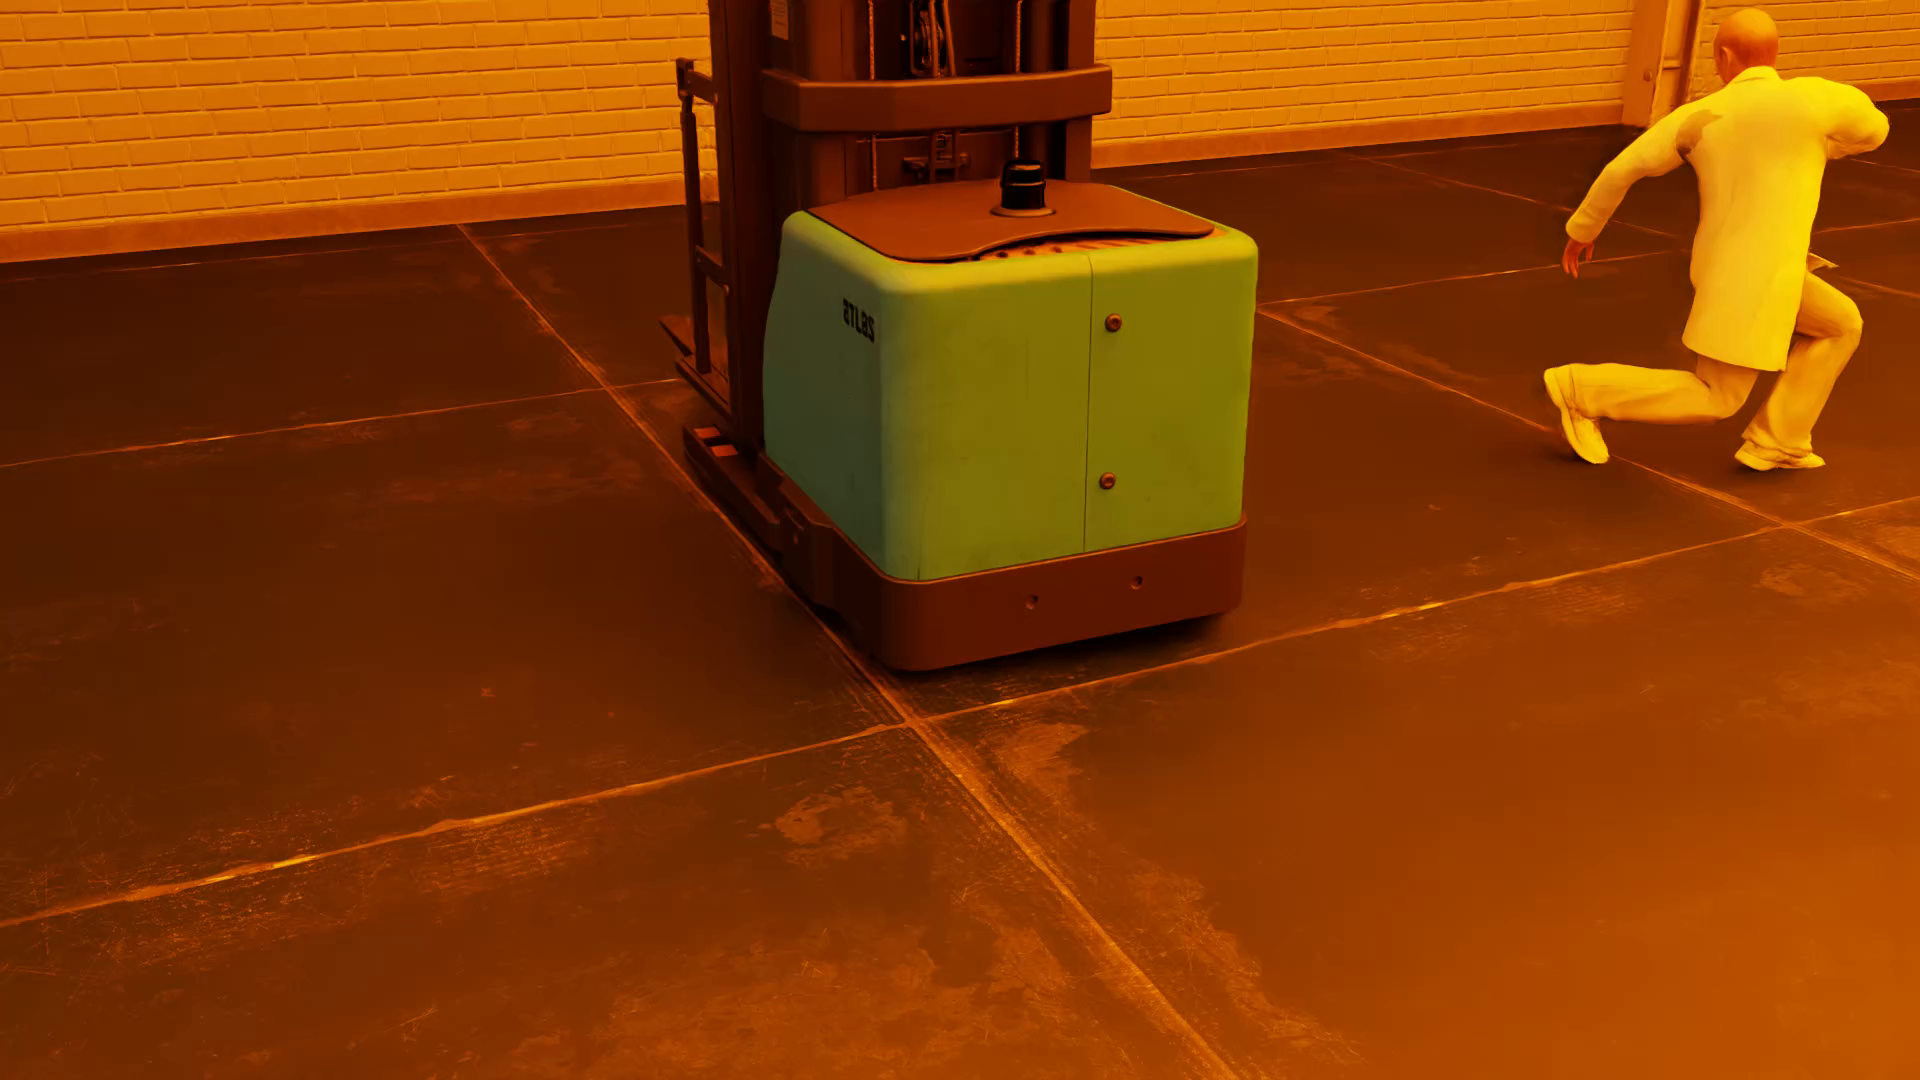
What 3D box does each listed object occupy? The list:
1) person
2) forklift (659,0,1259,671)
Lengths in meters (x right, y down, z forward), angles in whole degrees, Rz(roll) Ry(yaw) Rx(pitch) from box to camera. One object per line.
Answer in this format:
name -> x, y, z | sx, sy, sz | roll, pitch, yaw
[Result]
person -> 2.509, -0.965, 5.547 | 0.985, 1.536, 0.740 | -1, 23, -3
forklift -> -0.289, -1.560, 5.042 | 1.130, 2.935, 3.031 | -10, 24, -22
